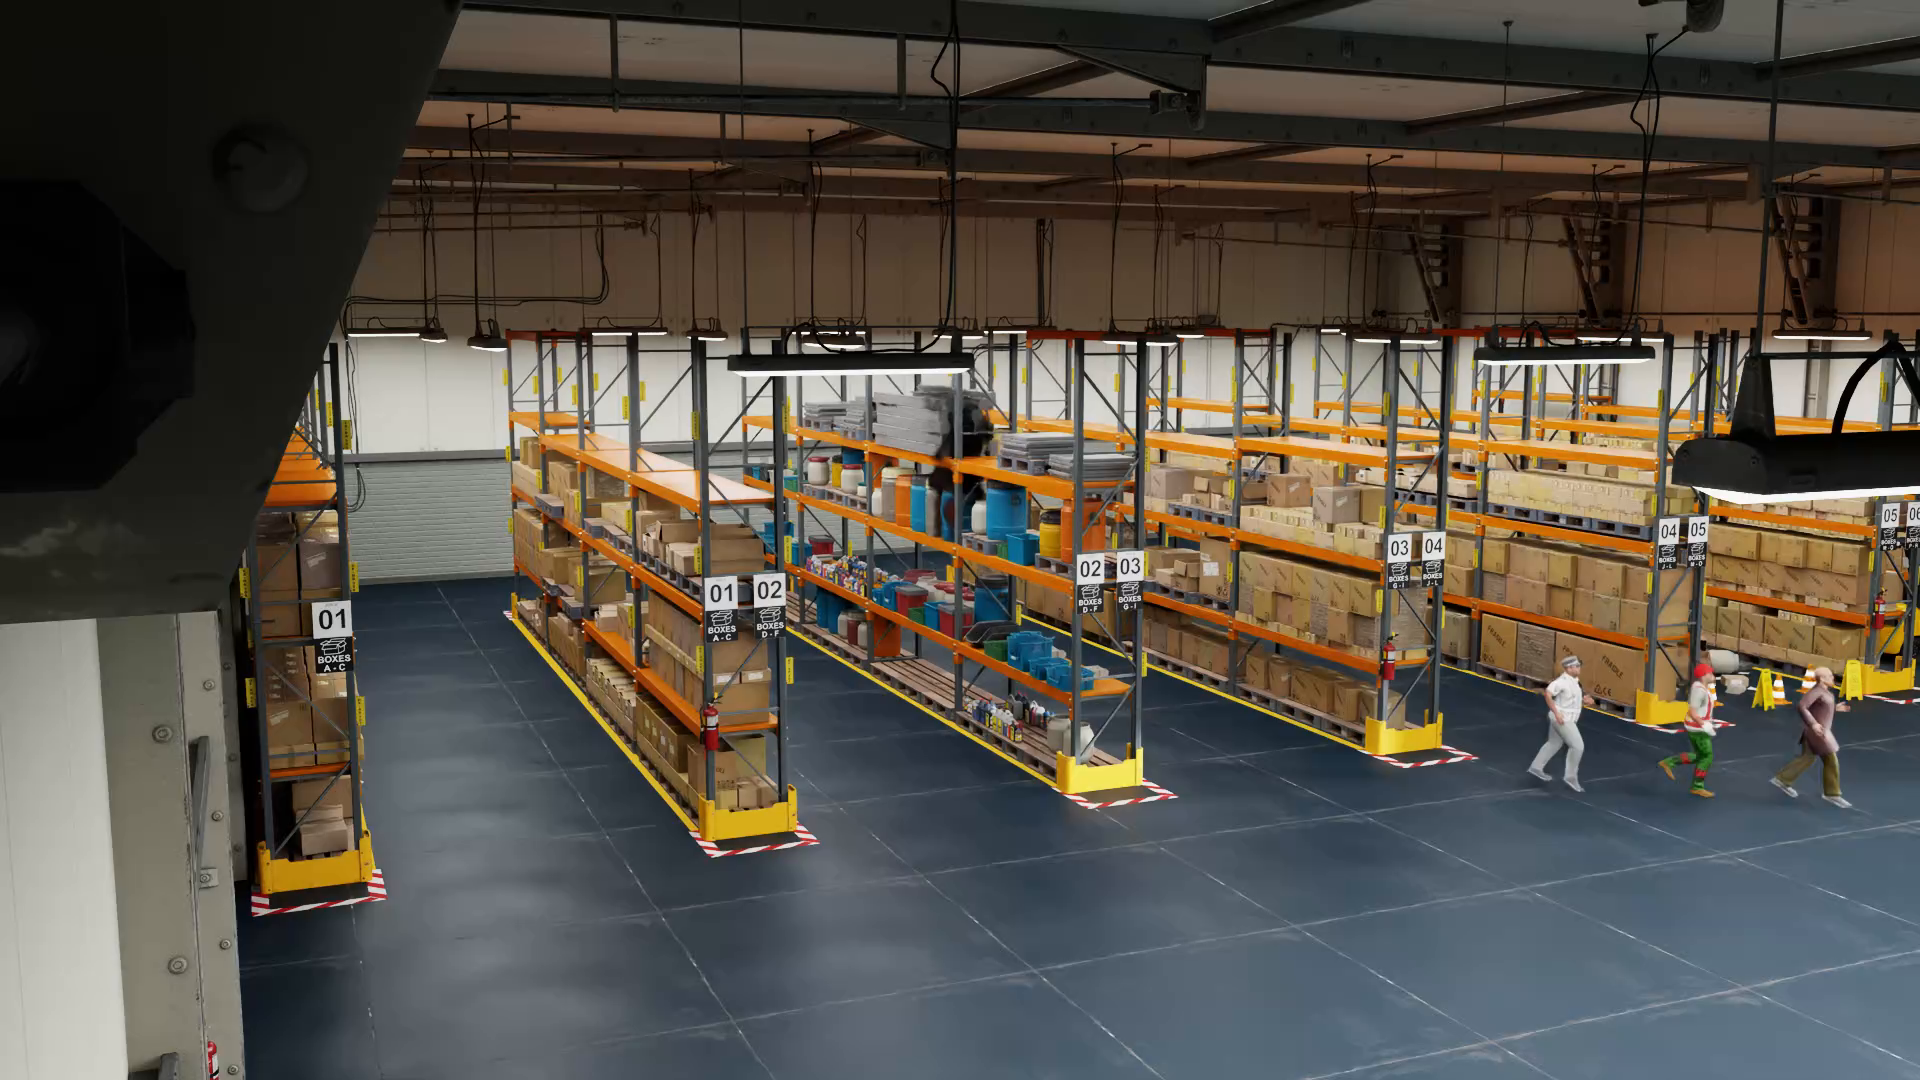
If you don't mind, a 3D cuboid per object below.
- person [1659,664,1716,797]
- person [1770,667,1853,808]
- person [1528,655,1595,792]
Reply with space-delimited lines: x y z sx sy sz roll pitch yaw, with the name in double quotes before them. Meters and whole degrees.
"person" 9.636 2.489 21.969 0.697 1.773 0.660 3 8 21
"person" 11.074 2.525 21.552 0.975 1.817 0.679 3 8 19
"person" 8.091 2.433 22.326 0.793 1.850 0.650 3 8 20
